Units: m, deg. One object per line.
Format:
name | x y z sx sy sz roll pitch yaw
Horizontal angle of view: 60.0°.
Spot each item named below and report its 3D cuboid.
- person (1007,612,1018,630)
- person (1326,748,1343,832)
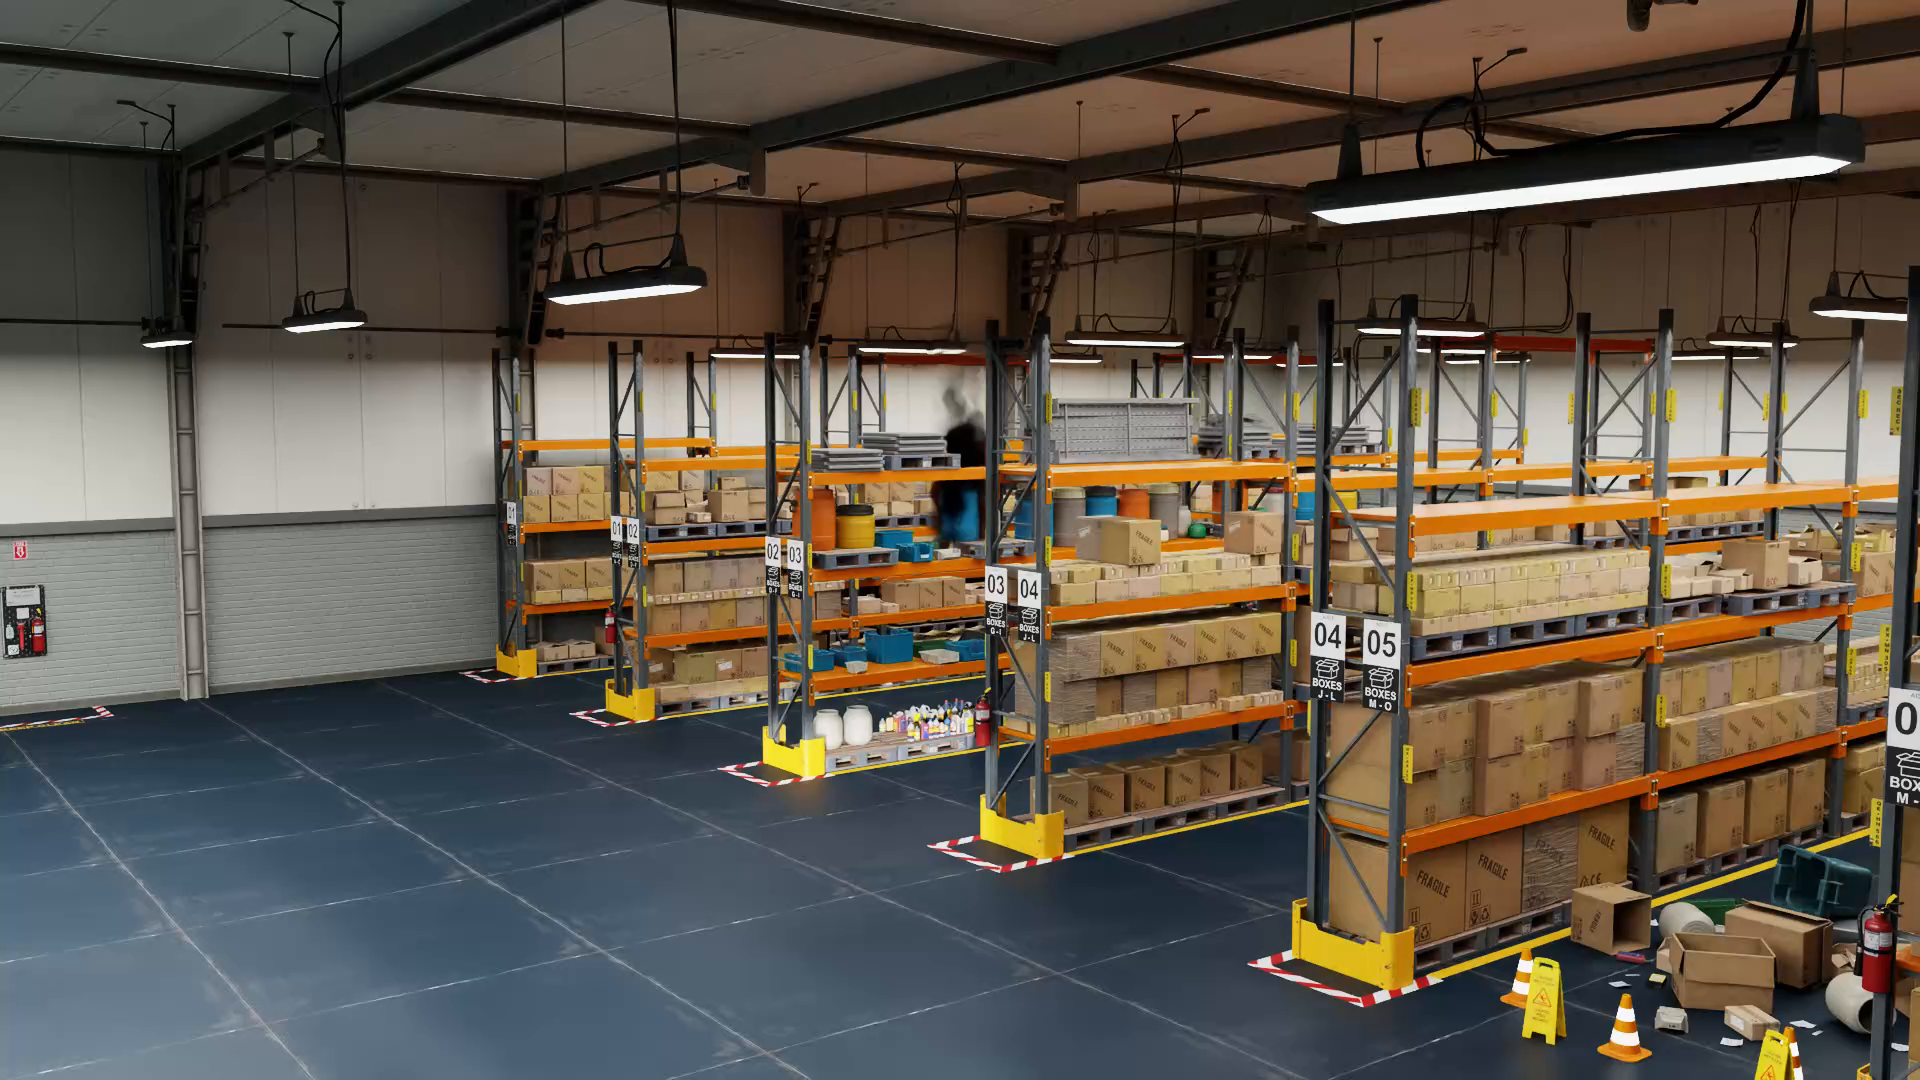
person | 1.144 1.411 33.533 0.871 1.613 0.539 -4 7 -41
person | 4.138 2.783 17.873 0.565 1.631 0.778 3 6 29
